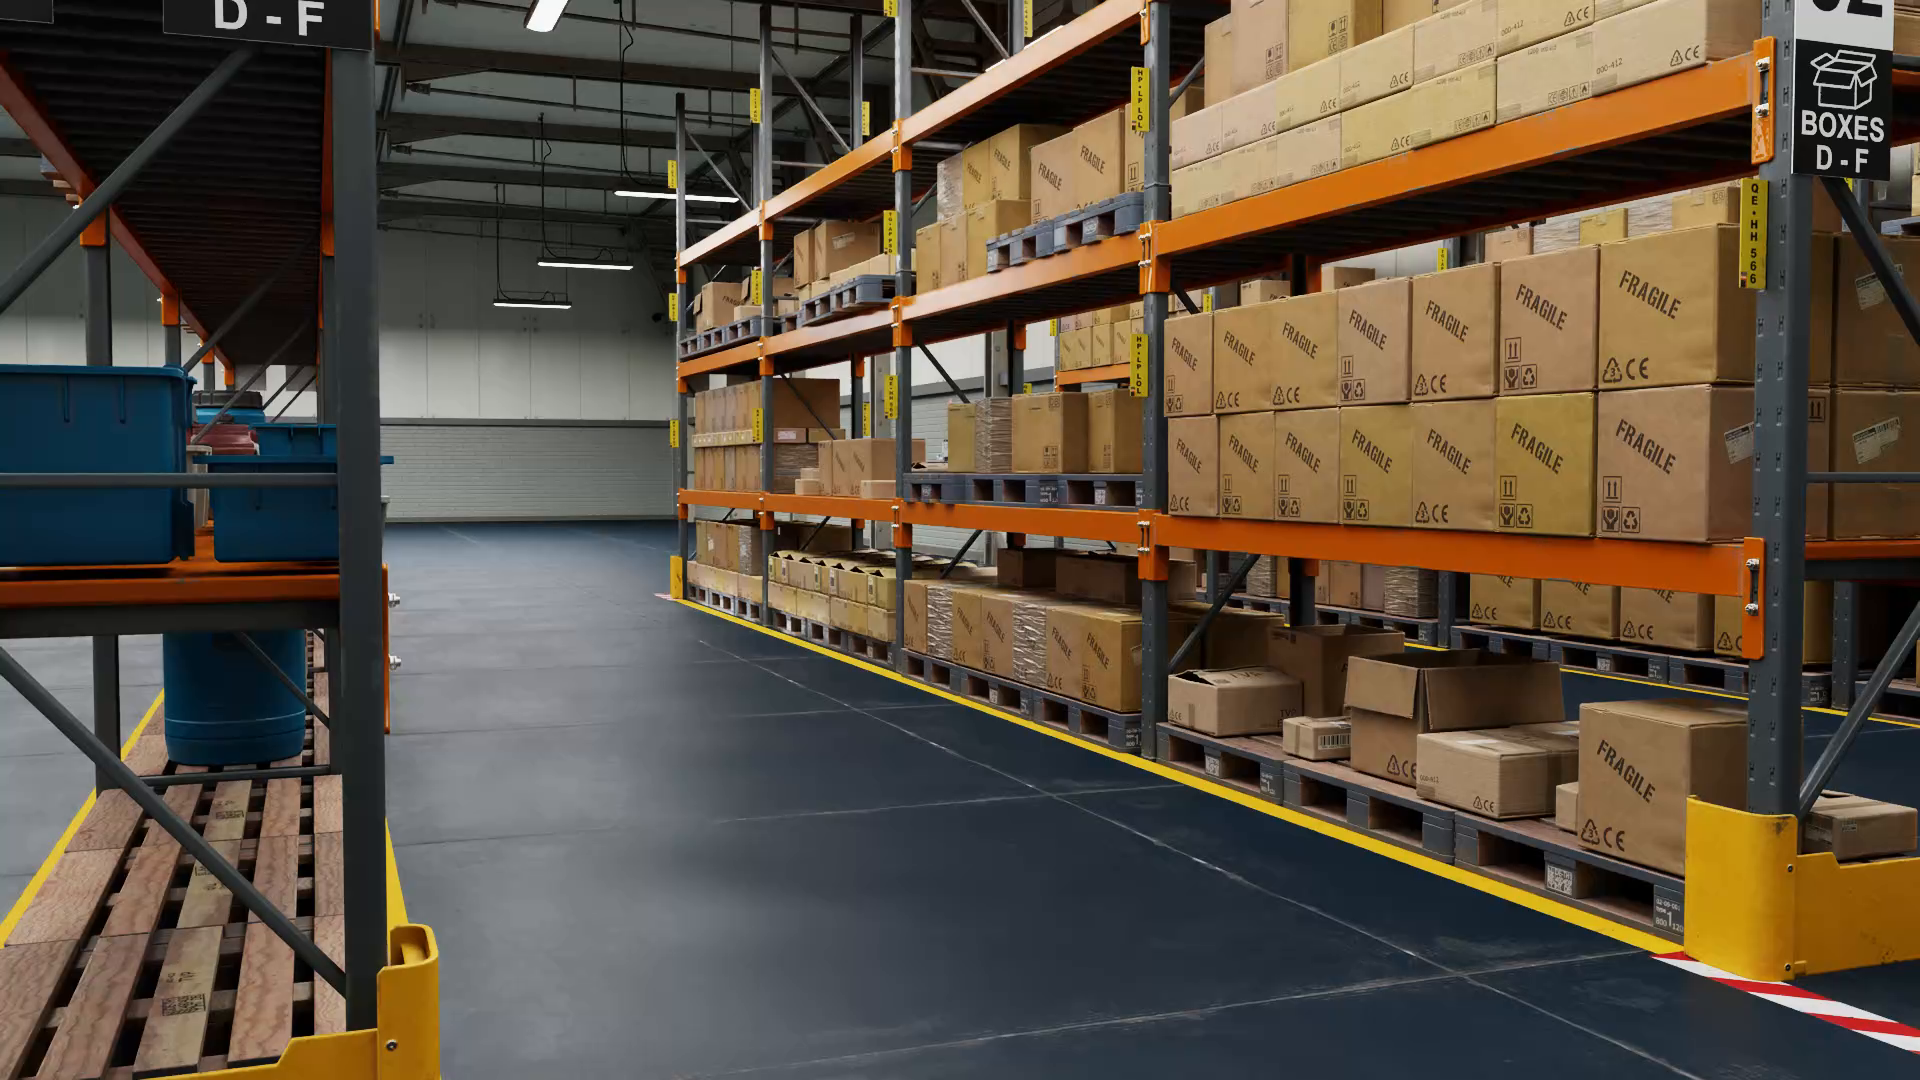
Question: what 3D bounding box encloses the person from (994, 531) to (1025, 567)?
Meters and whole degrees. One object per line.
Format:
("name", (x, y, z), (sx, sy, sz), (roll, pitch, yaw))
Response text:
("person", (0.538, -0.093, 18.744), (0.459, 1.686, 0.556), (-1, 3, -21))
